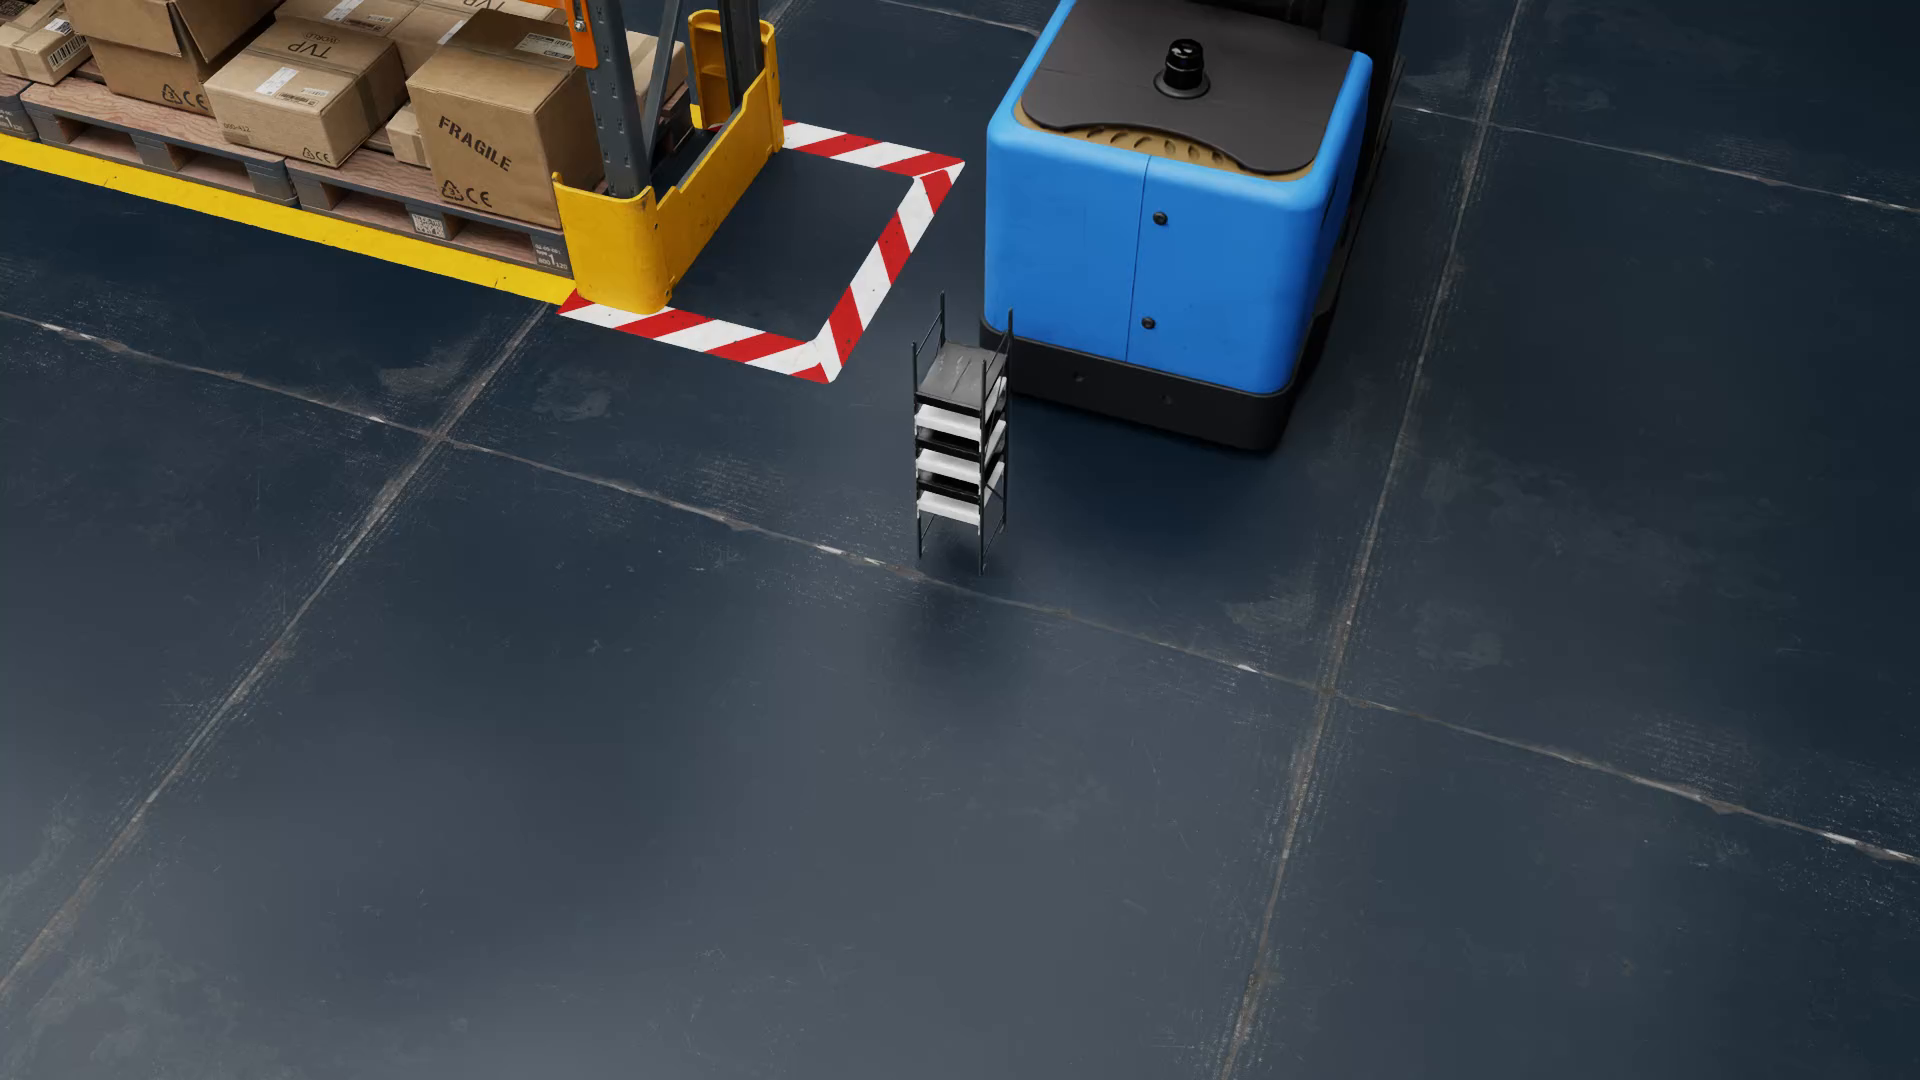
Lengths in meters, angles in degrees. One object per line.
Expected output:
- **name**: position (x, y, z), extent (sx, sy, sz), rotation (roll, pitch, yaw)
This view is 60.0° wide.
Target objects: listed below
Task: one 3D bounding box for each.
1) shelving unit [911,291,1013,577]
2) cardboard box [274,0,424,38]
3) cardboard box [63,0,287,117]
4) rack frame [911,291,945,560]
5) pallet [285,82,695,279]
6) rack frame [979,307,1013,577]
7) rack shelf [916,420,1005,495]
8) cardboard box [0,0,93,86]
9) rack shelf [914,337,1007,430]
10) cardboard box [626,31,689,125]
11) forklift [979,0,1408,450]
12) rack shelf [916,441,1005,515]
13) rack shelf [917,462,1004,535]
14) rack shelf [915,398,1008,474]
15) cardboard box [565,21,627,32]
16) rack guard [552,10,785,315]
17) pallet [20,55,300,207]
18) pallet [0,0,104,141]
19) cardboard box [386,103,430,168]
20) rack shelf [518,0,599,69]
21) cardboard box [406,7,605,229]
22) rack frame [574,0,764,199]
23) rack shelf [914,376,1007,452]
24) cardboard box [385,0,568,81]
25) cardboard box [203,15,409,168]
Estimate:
- **shelving unit**: position (0.008, -0.293, 4.908), extent (0.210, 0.900, 0.258), rotation (16, 51, 13)
- **cardboard box**: position (-2.322, -2.061, 6.580), extent (0.500, 0.250, 0.500), rotation (16, 51, 13)
- **cardboard box**: position (-2.961, -2.098, 6.444), extent (0.637, 0.503, 0.797), rotation (16, 51, 13)
- **rack frame**: position (-0.088, -0.319, 4.931), extent (0.006, 0.900, 0.240), rotation (16, 51, 13)
- **pallet**: position (-1.792, -1.527, 6.434), extent (1.213, 0.211, 1.003), rotation (16, 51, 13)
- **rack frame**: position (0.103, -0.266, 4.885), extent (0.006, 0.900, 0.240), rotation (16, 51, 13)
- **rack shelf**: position (0.008, -0.271, 4.933), extent (0.200, 0.077, 0.258), rotation (16, 51, 13)
- **cardboard box**: position (-3.591, -1.993, 6.576), extent (0.250, 0.166, 0.380), rotation (16, 51, 13)
- **rack shelf**: position (0.008, -0.448, 4.729), extent (0.200, 0.077, 0.258), rotation (16, 51, 13)
- **cardboard box**: position (-1.246, -1.776, 6.400), extent (0.250, 0.149, 0.380), rotation (16, 51, 13)
- **forklift**: position (1.045, -2.393, 5.385), extent (1.130, 2.935, 3.031), rotation (15, 51, 13)
- **rack shelf**: position (0.008, -0.212, 5.001), extent (0.200, 0.077, 0.258), rotation (16, 51, 13)
- **rack shelf**: position (0.008, -0.153, 5.069), extent (0.200, 0.077, 0.258), rotation (16, 51, 13)
- **rack shelf**: position (0.008, -0.330, 4.865), extent (0.200, 0.077, 0.258), rotation (16, 51, 13)
- **cardboard box**: position (-1.481, -1.847, 6.450), extent (0.250, 0.166, 0.380), rotation (16, 51, 13)
- **rack guard**: position (-1.044, -1.414, 6.144), extent (0.348, 0.500, 1.175), rotation (16, 51, 13)
- **pallet**: position (-2.933, -1.848, 6.712), extent (1.213, 0.211, 1.003), rotation (16, 51, 13)
- **pallet**: position (-4.081, -2.166, 6.988), extent (1.213, 0.211, 1.003), rotation (16, 51, 13)
- **cardboard box**: position (-1.917, -1.566, 6.206), extent (0.250, 0.166, 0.380), rotation (16, 51, 13)
- **rack shelf**: position (-2.849, -2.501, 5.908), extent (4.000, 0.370, 1.077), rotation (16, 51, 13)
- **cardboard box**: position (-1.568, -1.506, 5.933), extent (0.500, 0.500, 0.500), rotation (16, 51, 13)
- **rack frame**: position (-0.973, -2.212, 5.183), extent (0.127, 3.000, 1.000), rotation (16, 51, 13)
- **rack shelf**: position (0.008, -0.389, 4.797), extent (0.200, 0.077, 0.258), rotation (16, 51, 13)
- **cardboard box**: position (-1.853, -1.930, 6.467), extent (0.500, 0.250, 0.500), rotation (16, 51, 13)
- **cardboard box**: position (-2.449, -1.694, 6.261), extent (0.500, 0.250, 0.500), rotation (16, 51, 13)
